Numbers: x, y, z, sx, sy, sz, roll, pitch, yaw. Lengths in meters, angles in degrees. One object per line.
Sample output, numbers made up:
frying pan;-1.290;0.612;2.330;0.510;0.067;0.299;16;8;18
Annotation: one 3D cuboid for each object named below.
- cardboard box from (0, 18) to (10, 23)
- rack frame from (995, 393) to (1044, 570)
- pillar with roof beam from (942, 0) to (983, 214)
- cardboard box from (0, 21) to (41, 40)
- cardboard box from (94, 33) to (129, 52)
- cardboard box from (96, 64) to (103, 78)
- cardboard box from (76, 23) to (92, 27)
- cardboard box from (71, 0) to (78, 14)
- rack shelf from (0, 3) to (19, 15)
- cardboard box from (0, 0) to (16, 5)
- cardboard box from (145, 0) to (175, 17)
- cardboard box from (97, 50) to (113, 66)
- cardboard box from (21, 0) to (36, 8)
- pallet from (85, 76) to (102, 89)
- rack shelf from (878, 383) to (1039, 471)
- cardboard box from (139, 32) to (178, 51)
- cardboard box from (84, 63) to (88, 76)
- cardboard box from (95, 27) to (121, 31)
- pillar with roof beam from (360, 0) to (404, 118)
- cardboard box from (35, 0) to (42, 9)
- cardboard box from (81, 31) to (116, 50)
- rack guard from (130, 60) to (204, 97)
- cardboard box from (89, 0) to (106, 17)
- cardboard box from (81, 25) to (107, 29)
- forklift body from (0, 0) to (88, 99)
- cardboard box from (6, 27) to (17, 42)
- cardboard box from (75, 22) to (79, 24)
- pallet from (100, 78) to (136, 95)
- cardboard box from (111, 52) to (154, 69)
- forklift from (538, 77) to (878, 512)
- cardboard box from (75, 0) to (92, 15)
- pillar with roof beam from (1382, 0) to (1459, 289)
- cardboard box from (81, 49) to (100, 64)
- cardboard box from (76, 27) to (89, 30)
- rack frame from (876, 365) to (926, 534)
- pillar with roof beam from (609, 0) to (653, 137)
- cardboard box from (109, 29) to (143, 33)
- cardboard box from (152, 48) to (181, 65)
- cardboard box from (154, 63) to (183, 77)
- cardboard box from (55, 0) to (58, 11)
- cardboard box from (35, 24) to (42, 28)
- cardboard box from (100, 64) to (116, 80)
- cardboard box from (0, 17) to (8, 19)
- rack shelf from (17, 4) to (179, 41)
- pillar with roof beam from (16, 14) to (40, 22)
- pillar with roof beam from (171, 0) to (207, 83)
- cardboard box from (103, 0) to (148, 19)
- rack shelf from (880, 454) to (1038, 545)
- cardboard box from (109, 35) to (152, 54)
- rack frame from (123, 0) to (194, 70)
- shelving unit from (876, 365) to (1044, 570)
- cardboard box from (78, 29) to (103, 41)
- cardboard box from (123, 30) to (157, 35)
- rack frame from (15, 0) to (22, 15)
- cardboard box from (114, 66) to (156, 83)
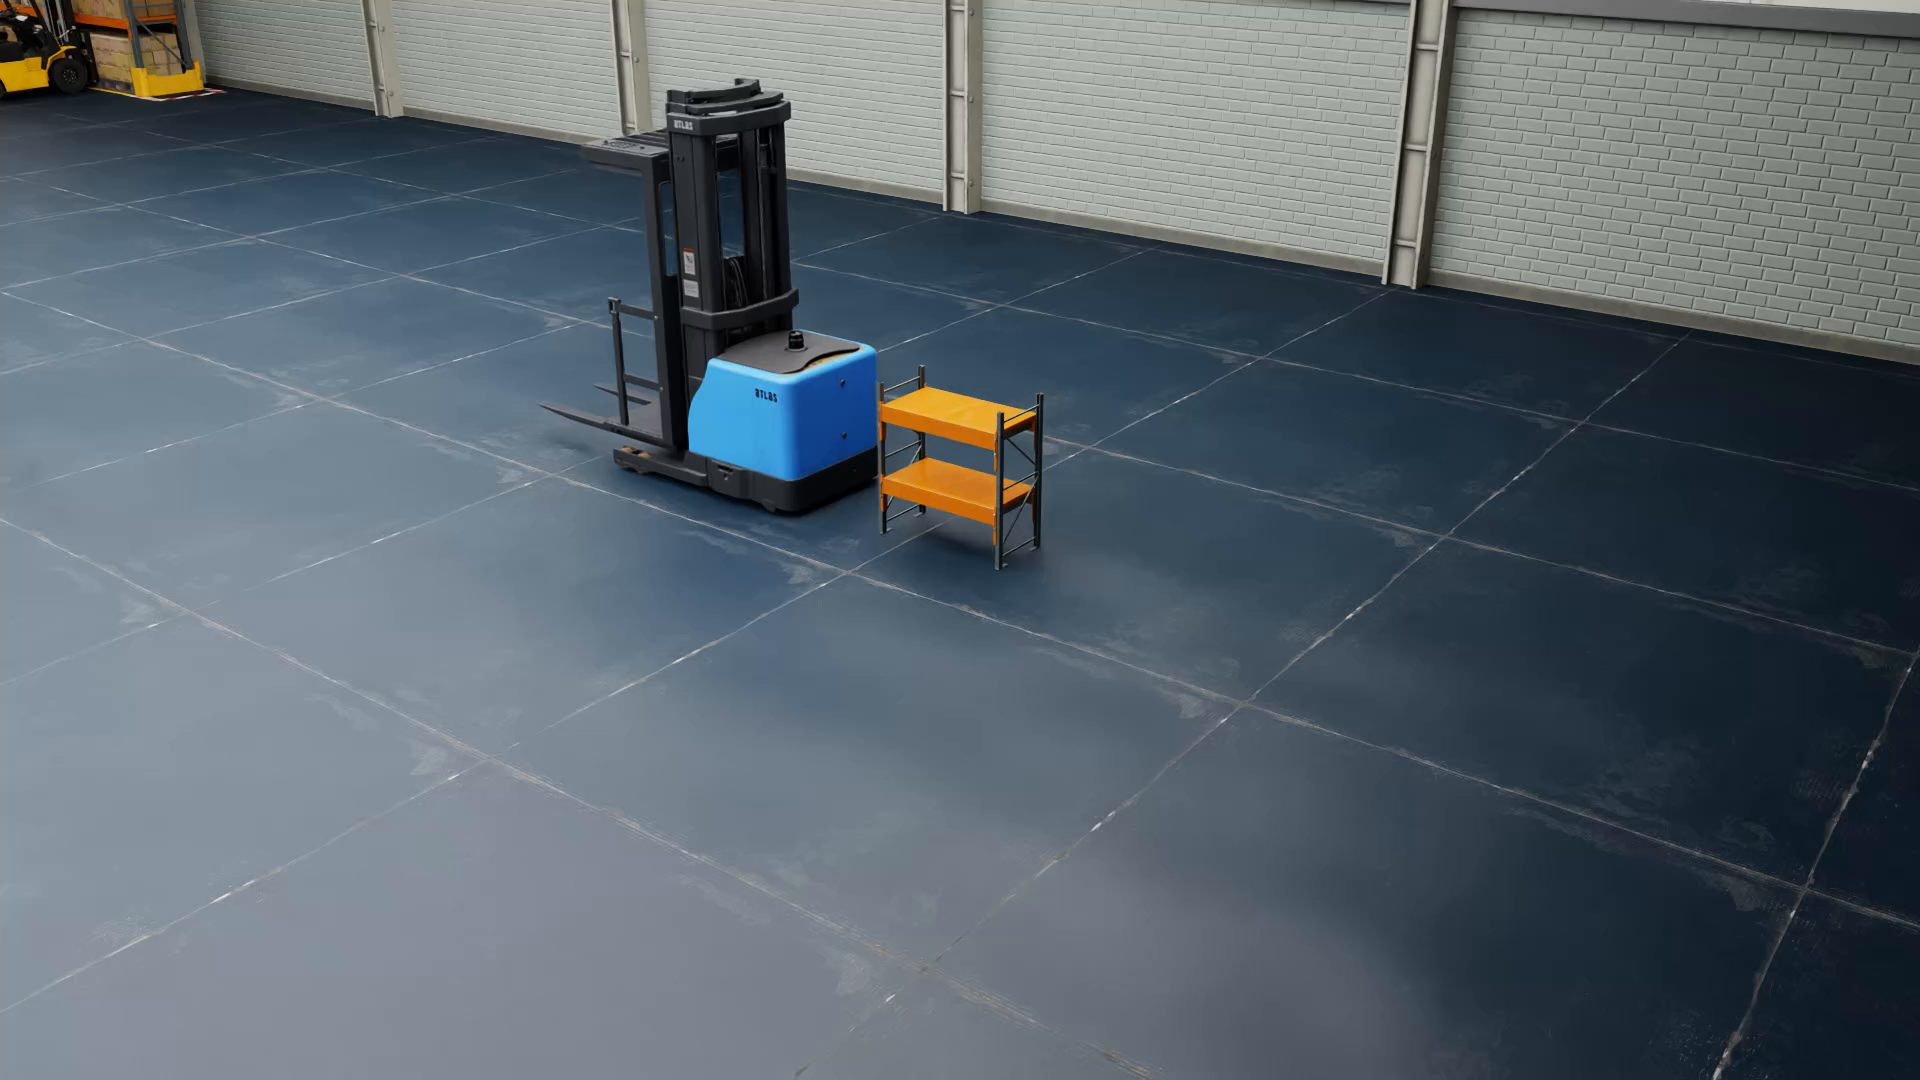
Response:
cardboard box;-19.202;-10.072;33.313;0.625;0.625;0.875;15;28;31
rack frame;0.401;-0.393;11.248;0.032;1.125;0.500;17;29;33
pillar with roof beam;-2.553;-6.968;16.404;0.400;9.000;9.100;17;29;33
cardboard box;-18.599;-9.891;32.902;0.625;0.625;0.875;16;29;33
cardboard box;-15.325;-9.029;30.172;0.500;0.250;0.500;17;29;34
cardboard box;-15.710;-8.698;30.660;0.500;0.250;0.500;17;29;34
cardboard box;-16.634;-9.690;31.671;0.500;0.250;0.500;16;29;33
cardboard box;-16.138;-9.956;30.501;0.500;0.500;0.500;17;29;34
rack shelf;-19.159;-10.627;33.041;4.000;0.370;1.077;17;29;33
cardboard box;-18.119;-10.441;31.914;0.500;0.250;0.500;18;29;34
cardboard box;-14.588;-9.760;30.058;0.500;0.500;0.500;18;29;35
cardboard box;-15.330;-8.810;30.293;0.500;0.250;0.500;16;29;33
cardboard box;-17.360;-10.327;31.344;0.500;0.500;0.500;16;28;32
pallet;-15.967;-8.696;31.224;1.213;0.211;1.003;17;29;33
rack shelf;-0.005;-0.784;11.409;1.000;0.278;0.538;17;29;33
cardboard box;-14.629;-9.074;30.274;0.500;0.250;0.500;16;29;33
cardboard box;-16.139;-8.816;30.929;0.500;0.250;0.500;18;29;35
cardboard box;-15.830;-9.444;31.114;0.500;0.250;0.500;16;28;32
pillar with roof beam;-12.155;-9.870;22.990;0.400;9.000;9.100;17;29;33
cardboard box;-16.933;-10.206;31.070;0.500;0.500;0.500;17;29;34
cardboard box;-15.735;-9.148;30.441;0.500;0.250;0.500;17;29;34
rack guard;-14.339;-8.356;30.094;0.348;0.500;1.175;17;29;33
cardboard box;-15.319;-9.714;29.952;0.500;0.500;0.500;18;29;35
cardboard box;-16.238;-9.563;31.384;0.500;0.250;0.500;17;29;34
forklift body;-16.969;-8.987;29.479;1.214;2.155;2.313;17;29;33
cardboard box;-17.983;-9.701;32.471;0.625;0.625;0.875;18;30;36
cardboard box;-17.049;-9.807;31.938;0.500;0.250;0.500;17;29;34
pallet;-14.995;-8.401;30.554;1.213;0.211;1.003;17;29;33
cardboard box;-14.935;-8.685;30.010;0.500;0.250;0.500;16;29;33
forklift;-2.088;-2.003;12.661;3.031;2.935;1.130;17;29;34
cardboard box;-15.729;-9.838;30.233;0.500;0.500;0.500;16;29;32
pillar with roof beam;2.248;-5.517;13.111;0.400;9.000;9.100;17;29;33
cardboard box;-15.755;-8.928;30.561;0.500;0.250;0.500;16;28;32
cardboard box;-16.552;-9.402;31.019;0.500;0.250;0.500;18;29;35
rack frame;-0.412;-0.639;11.806;0.032;1.125;0.500;17;29;33
pillar with roof beam;-7.354;-8.419;19.697;0.400;9.000;9.100;17;29;33
cardboard box;-15.425;-9.318;30.828;0.500;0.250;0.500;17;29;33
cardboard box;-14.609;-8.849;30.382;0.500;0.250;0.500;17;29;34
cardboard box;-14.634;-8.621;30.486;0.500;0.250;0.500;17;29;34
cardboard box;-16.527;-10.084;30.793;0.500;0.500;0.500;16;29;33
cardboard box;-17.360;-9.646;31.571;0.500;0.250;0.500;16;29;33
cardboard box;-15.315;-8.574;30.379;0.500;0.250;0.500;17;29;33
cardboard box;-19.741;-10.235;33.683;0.625;0.625;0.875;18;29;35
rack shelf;-15.958;-9.660;30.846;4.000;0.370;1.077;17;29;33
pillar with roof beam;-21.757;-12.772;29.576;0.400;9.000;9.100;17;29;33
pillar with roof beam;-16.956;-11.321;26.283;0.400;9.000;9.100;17;29;33
cardboard box;-14.909;-9.585;29.661;0.500;0.500;0.500;16;28;32
rack shelf;-0.005;-0.293;11.625;1.000;0.278;0.538;17;29;33
cardboard box;-14.913;-8.908;29.896;0.500;0.250;0.500;18;29;35
rack frame;-14.358;-9.505;29.603;0.127;3.000;1.000;17;29;33
shelving unit;-0.005;-0.516;11.527;1.048;1.125;0.538;17;29;33
cardboard box;-16.136;-9.273;30.725;0.500;0.250;0.500;16;28;32
cardboard box;-15.031;-9.194;30.545;0.500;0.250;0.500;17;29;33
rack frame;-17.559;-10.473;31.799;0.127;3.000;1.000;17;29;33
cardboard box;-14.923;-8.451;30.099;0.500;0.250;0.500;17;29;34
